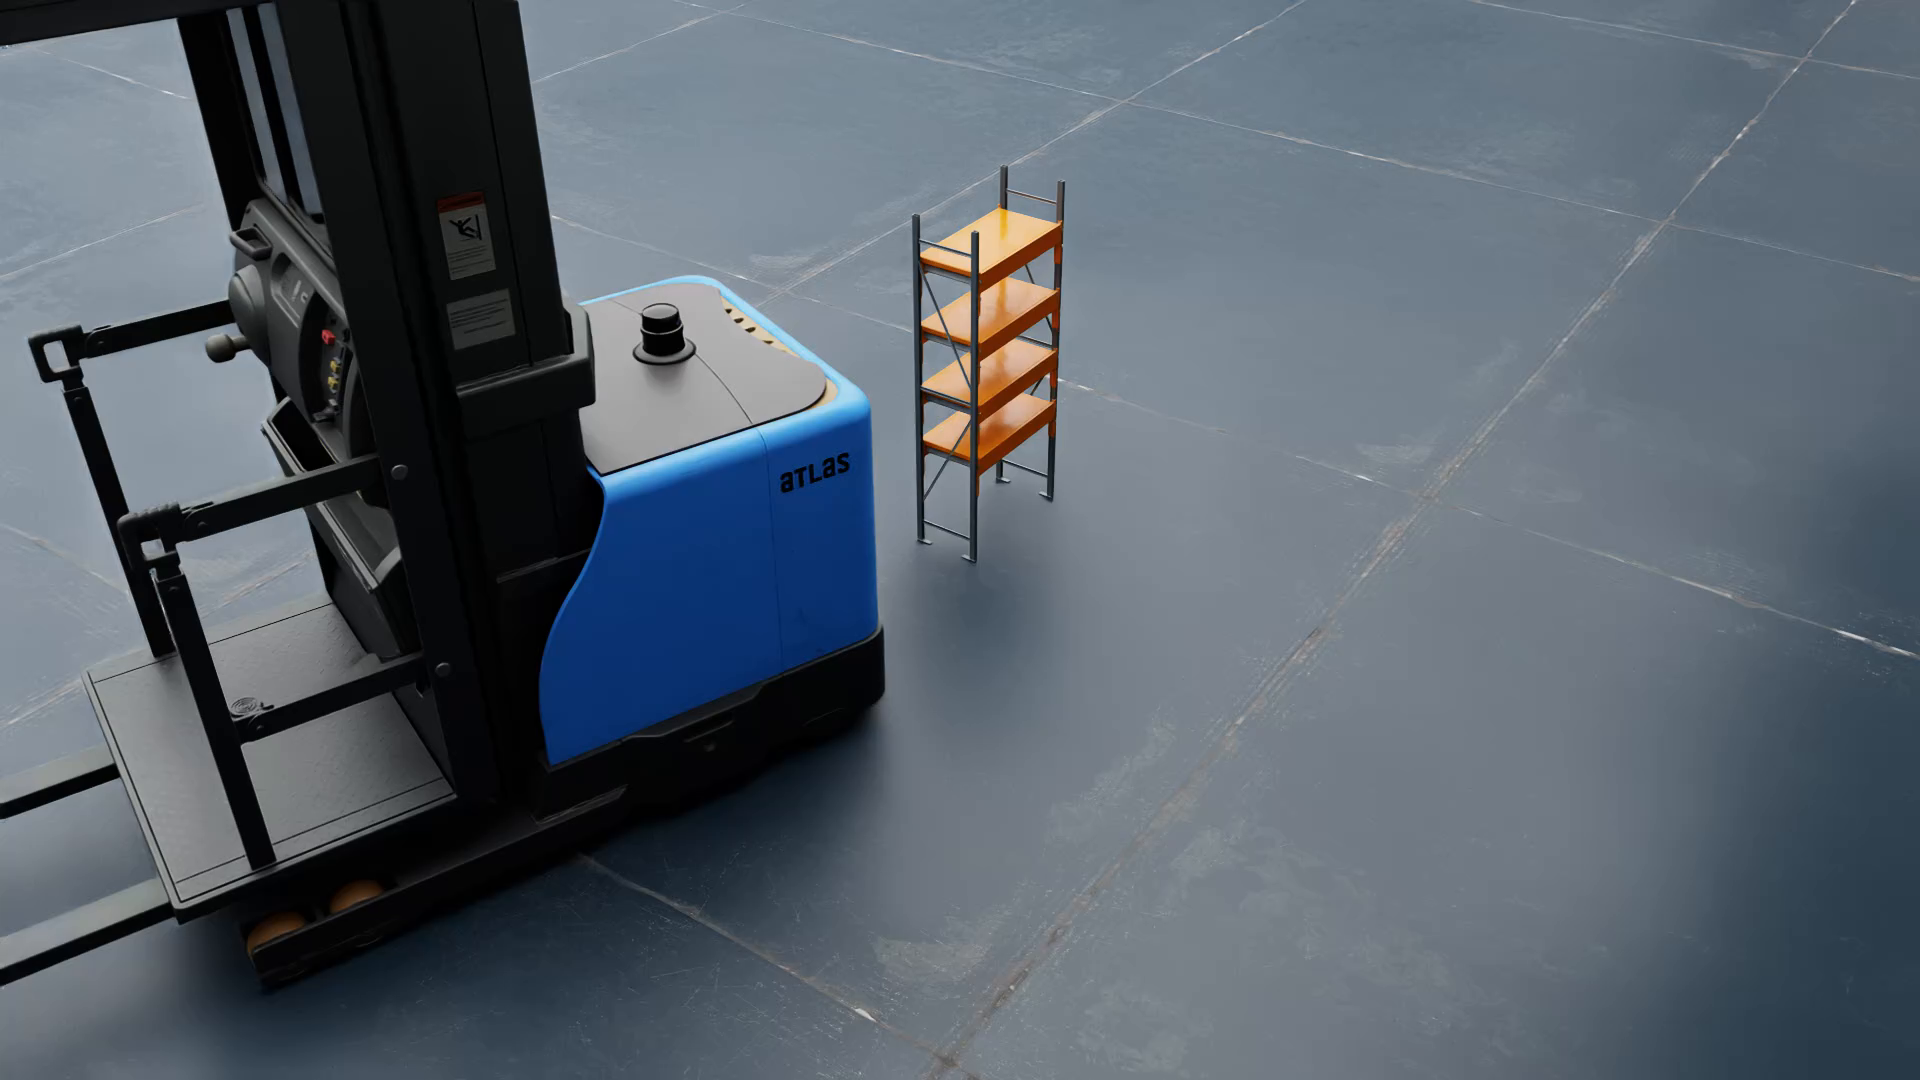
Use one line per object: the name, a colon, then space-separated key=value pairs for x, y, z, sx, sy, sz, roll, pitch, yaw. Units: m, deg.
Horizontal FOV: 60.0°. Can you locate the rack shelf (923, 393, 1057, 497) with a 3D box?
rack shelf: x=0.094 y=-0.353 z=5.675 sx=0.258 sy=0.148 sz=0.480 roll=21 pitch=39 yaw=28

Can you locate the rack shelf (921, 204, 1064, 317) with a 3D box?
rack shelf: x=0.094 y=-0.899 z=5.306 sx=0.258 sy=0.148 sz=0.480 roll=21 pitch=39 yaw=28

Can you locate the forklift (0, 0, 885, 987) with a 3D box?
forklift: x=-1.727 y=-0.460 z=3.814 sx=3.031 sy=2.935 sz=1.130 roll=-21 pitch=39 yaw=-28

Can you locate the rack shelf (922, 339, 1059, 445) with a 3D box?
rack shelf: x=0.094 y=-0.517 z=5.564 sx=0.258 sy=0.148 sz=0.480 roll=21 pitch=39 yaw=28

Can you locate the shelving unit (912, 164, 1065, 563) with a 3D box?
shelving unit: x=0.094 y=-0.573 z=5.527 sx=0.258 sy=1.200 sz=0.503 roll=21 pitch=39 yaw=28

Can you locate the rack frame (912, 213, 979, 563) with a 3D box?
rack frame: x=-0.045 y=-0.461 z=5.361 sx=0.240 sy=1.200 sz=0.015 roll=21 pitch=39 yaw=28

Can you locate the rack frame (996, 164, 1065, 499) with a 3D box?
rack frame: x=0.234 y=-0.686 z=5.693 sx=0.240 sy=1.200 sz=0.015 roll=21 pitch=39 yaw=28

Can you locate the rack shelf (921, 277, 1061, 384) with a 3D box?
rack shelf: x=0.094 y=-0.703 z=5.439 sx=0.258 sy=0.148 sz=0.480 roll=21 pitch=39 yaw=28
